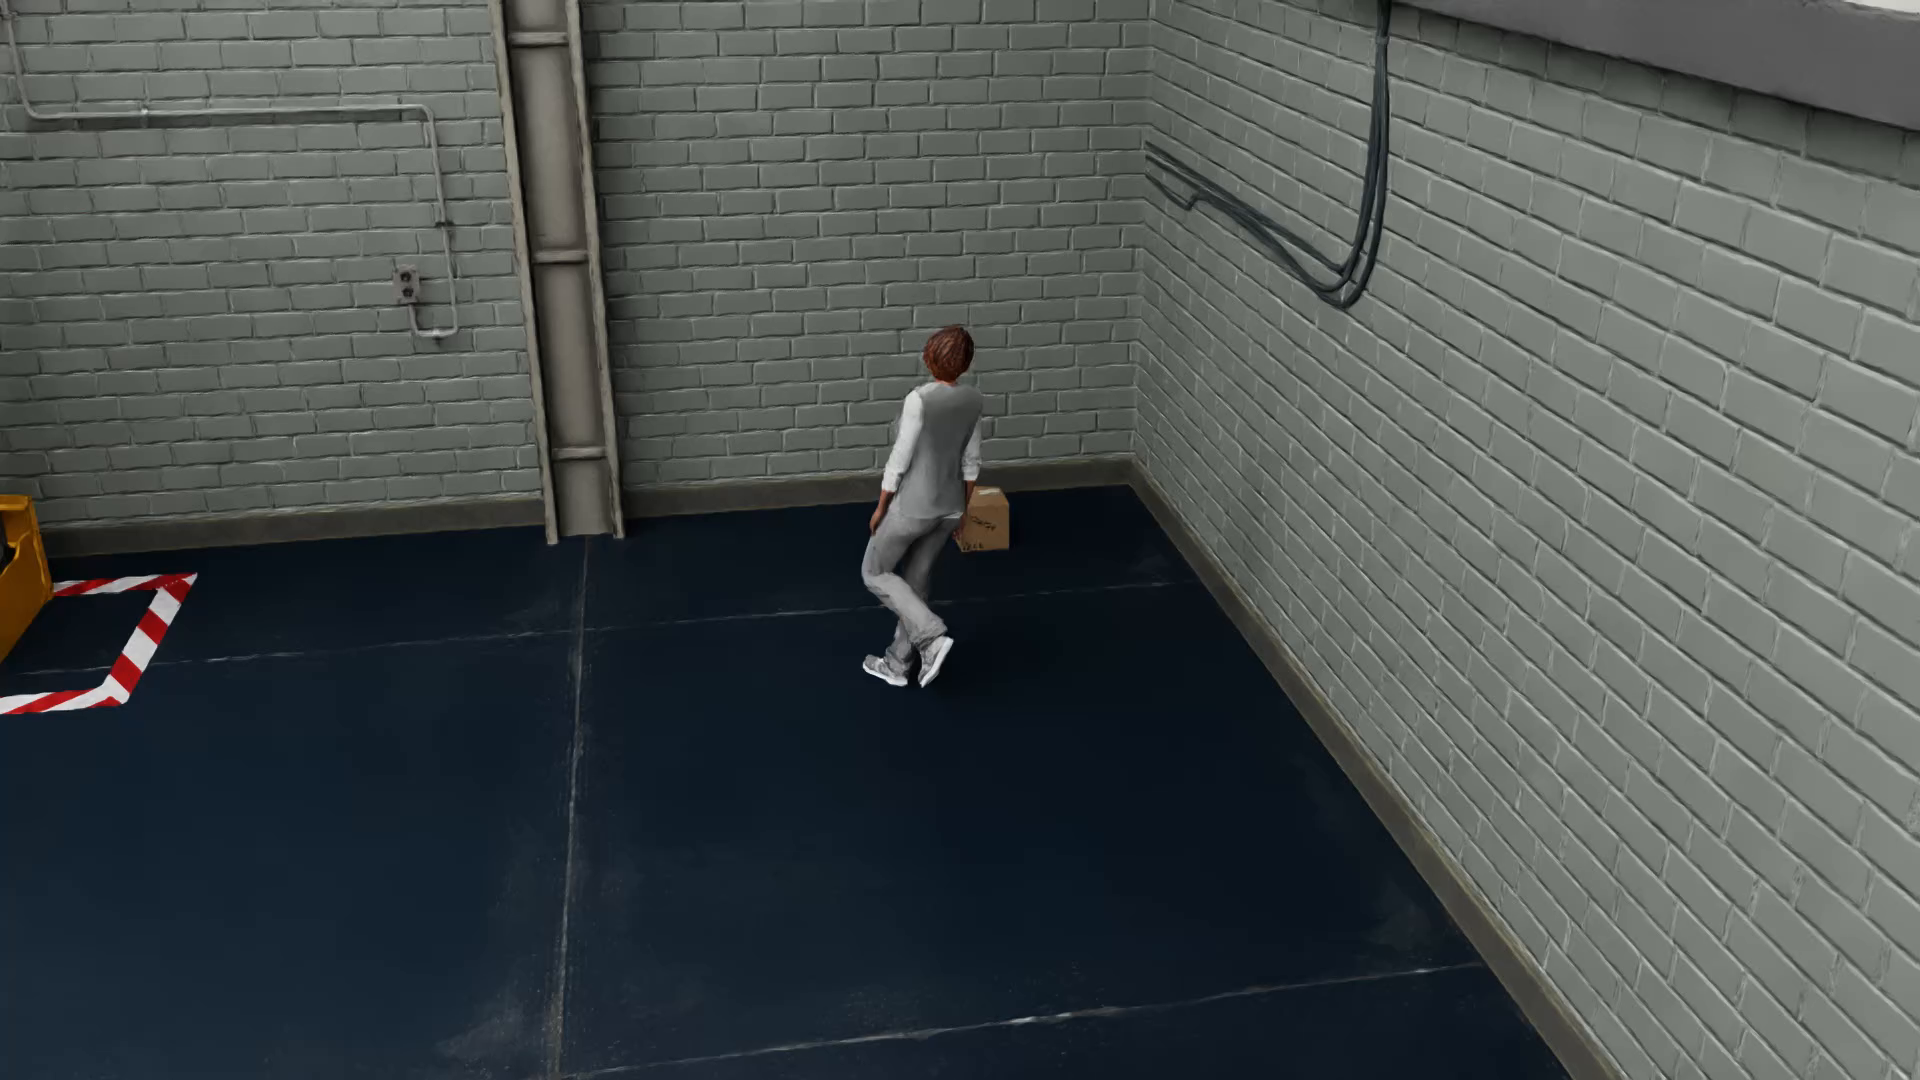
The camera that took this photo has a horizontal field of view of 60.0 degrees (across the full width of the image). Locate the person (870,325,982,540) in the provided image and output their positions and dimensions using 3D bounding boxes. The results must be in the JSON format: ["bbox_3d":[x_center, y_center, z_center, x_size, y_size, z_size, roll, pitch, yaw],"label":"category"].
[{"bbox_3d":[-0.138,-0.403,6.793,0.466,0.937,0.273,-19,30,-37],"label":"person"}]
